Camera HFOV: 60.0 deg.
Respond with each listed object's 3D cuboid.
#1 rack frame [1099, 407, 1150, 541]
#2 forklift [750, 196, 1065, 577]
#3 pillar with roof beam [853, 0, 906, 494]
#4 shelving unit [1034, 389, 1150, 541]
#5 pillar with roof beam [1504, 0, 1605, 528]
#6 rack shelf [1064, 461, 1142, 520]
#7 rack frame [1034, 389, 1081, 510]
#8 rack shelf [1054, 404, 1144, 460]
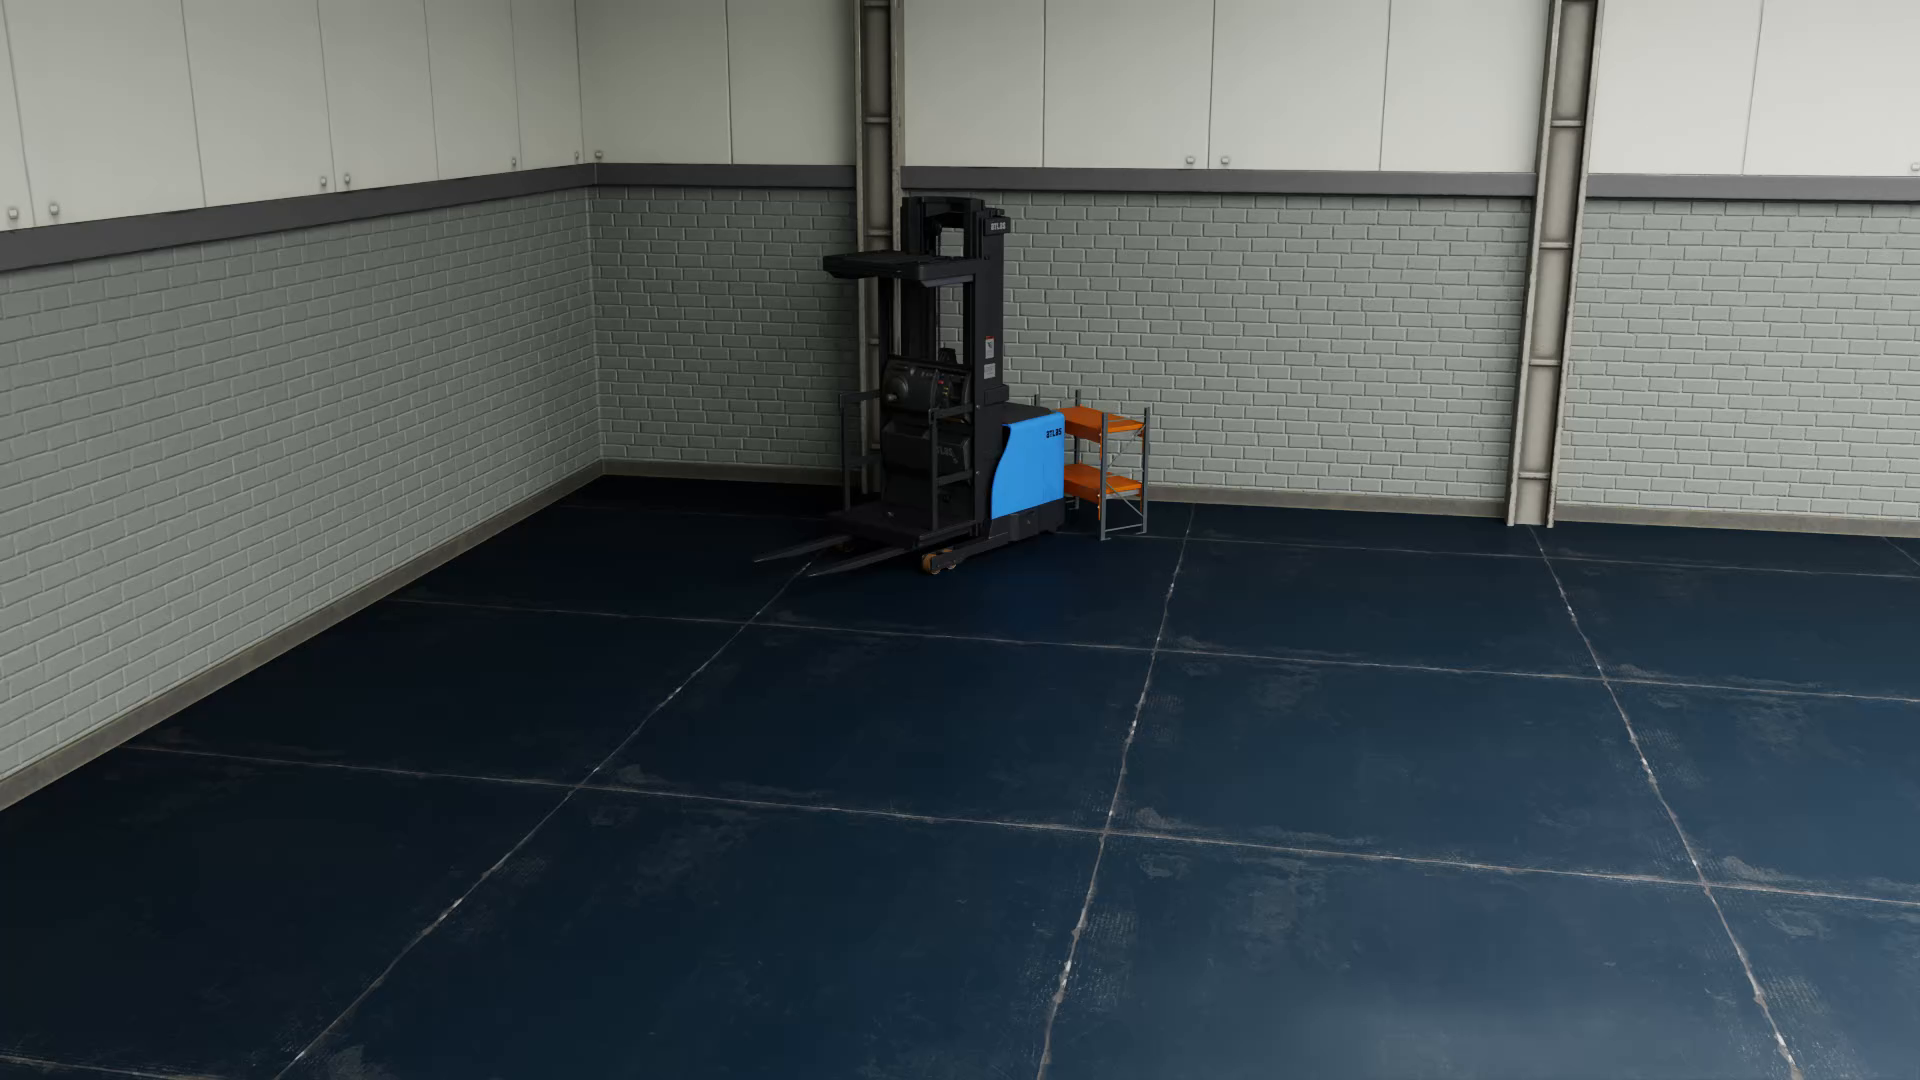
[{"bbox_3d":[1.432,-0.575,14.462,0.500,1.125,0.032,-9,18,-31],"label":"rack frame"},{"bbox_3d":[-0.413,-1.286,13.642,1.130,2.935,3.031,13,20,39],"label":"forklift"},{"bbox_3d":[-1.591,-3.689,10.954,0.400,9.000,9.100,3,16,11],"label":"pillar with roof beam"},{"bbox_3d":[1.162,-0.690,14.878,0.538,1.125,1.048,-9,18,-31],"label":"shelving unit"},{"bbox_3d":[4.289,-3.370,9.802,0.400,9.000,9.100,3,16,11],"label":"pillar with roof beam"},{"bbox_3d":[1.162,-0.455,14.943,0.538,0.278,1.000,-9,18,-31],"label":"rack shelf"},{"bbox_3d":[0.892,-0.805,15.293,0.500,1.125,0.032,-9,18,-31],"label":"rack frame"},{"bbox_3d":[1.162,-0.973,14.799,0.538,0.278,1.000,-9,18,-31],"label":"rack shelf"}]
